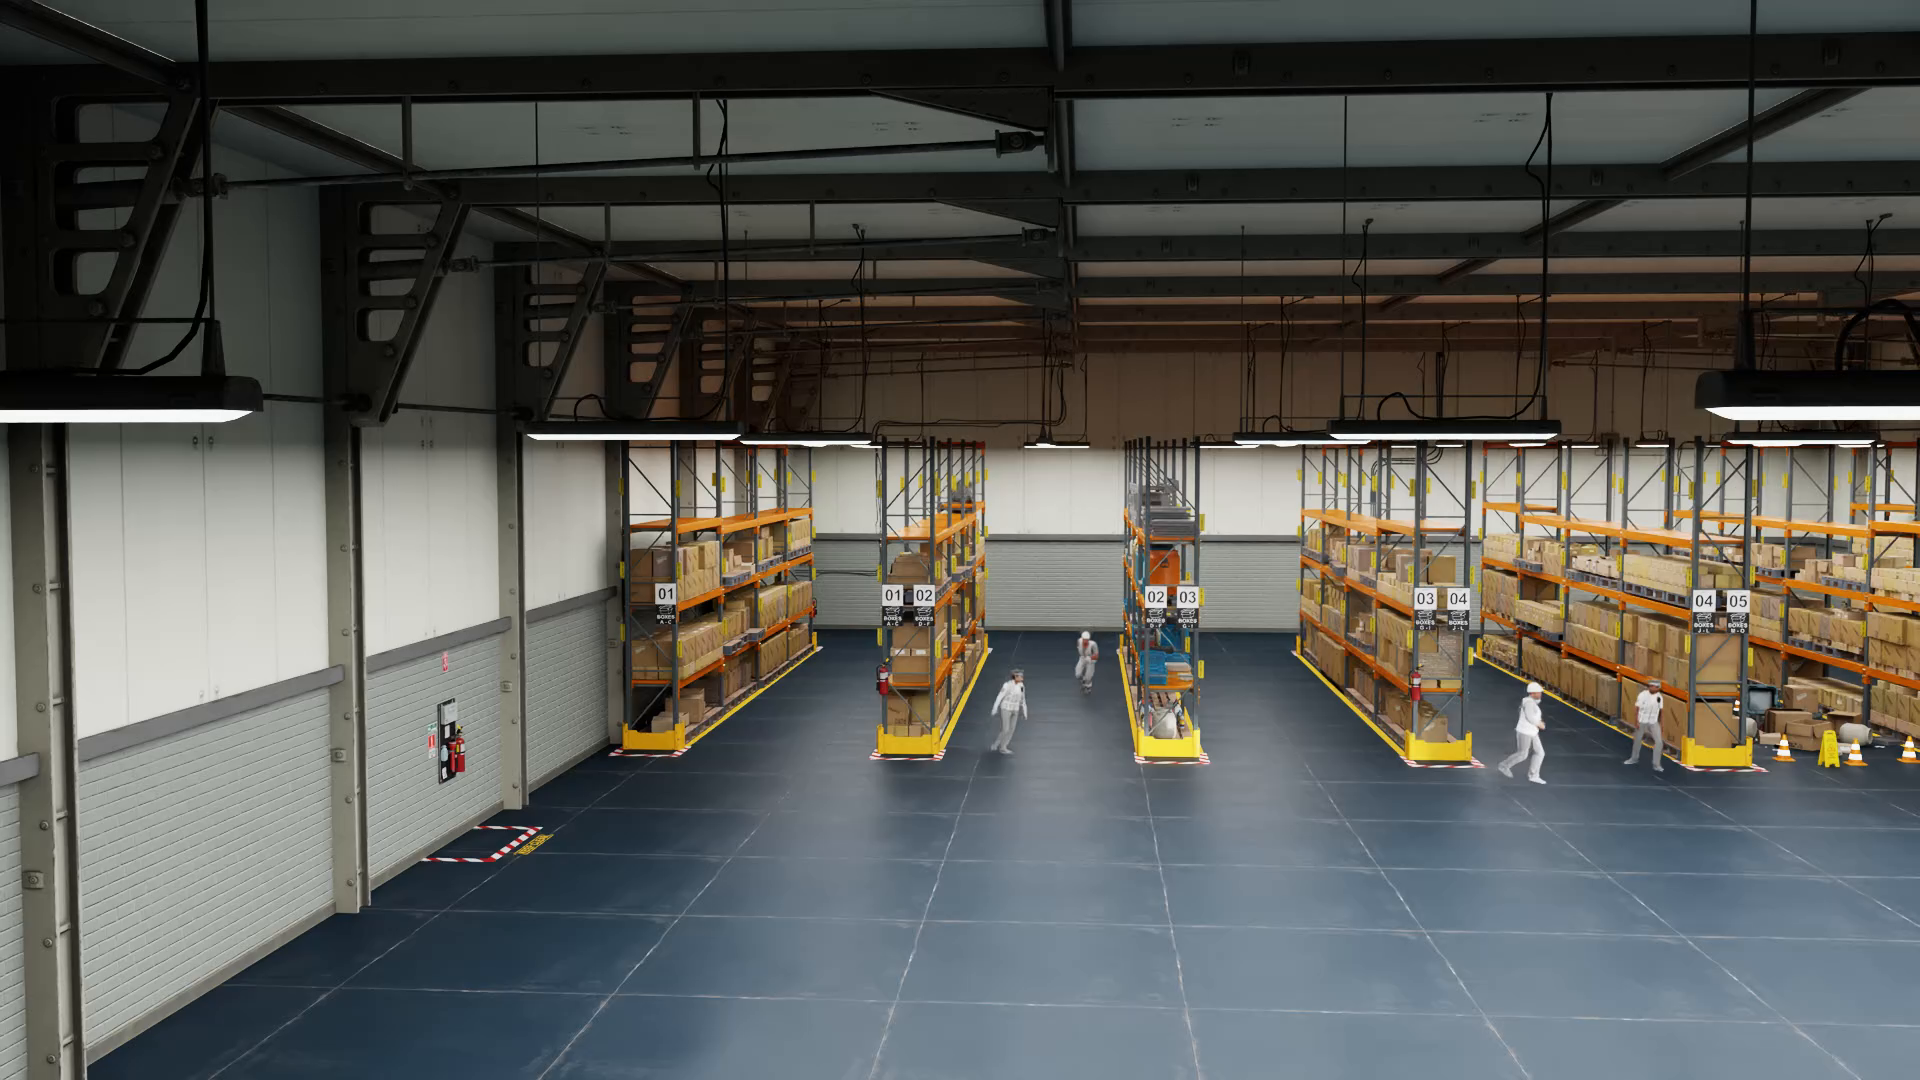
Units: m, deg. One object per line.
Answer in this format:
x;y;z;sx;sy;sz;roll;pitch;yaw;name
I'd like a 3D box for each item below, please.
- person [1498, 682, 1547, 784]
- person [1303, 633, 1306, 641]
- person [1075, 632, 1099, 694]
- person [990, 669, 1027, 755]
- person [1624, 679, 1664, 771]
9.690;3.312;28.654;0.824;1.752;0.627;2;4;31;person
10.147;2.344;47.764;0.934;1.632;0.575;1;3;22;person
2.936;2.868;38.757;0.708;1.531;1.004;1;3;24;person
0.935;3.237;31.399;0.633;1.630;0.545;-2;4;-35;person
12.377;3.313;30.047;0.605;1.650;0.643;0;3;7;person
